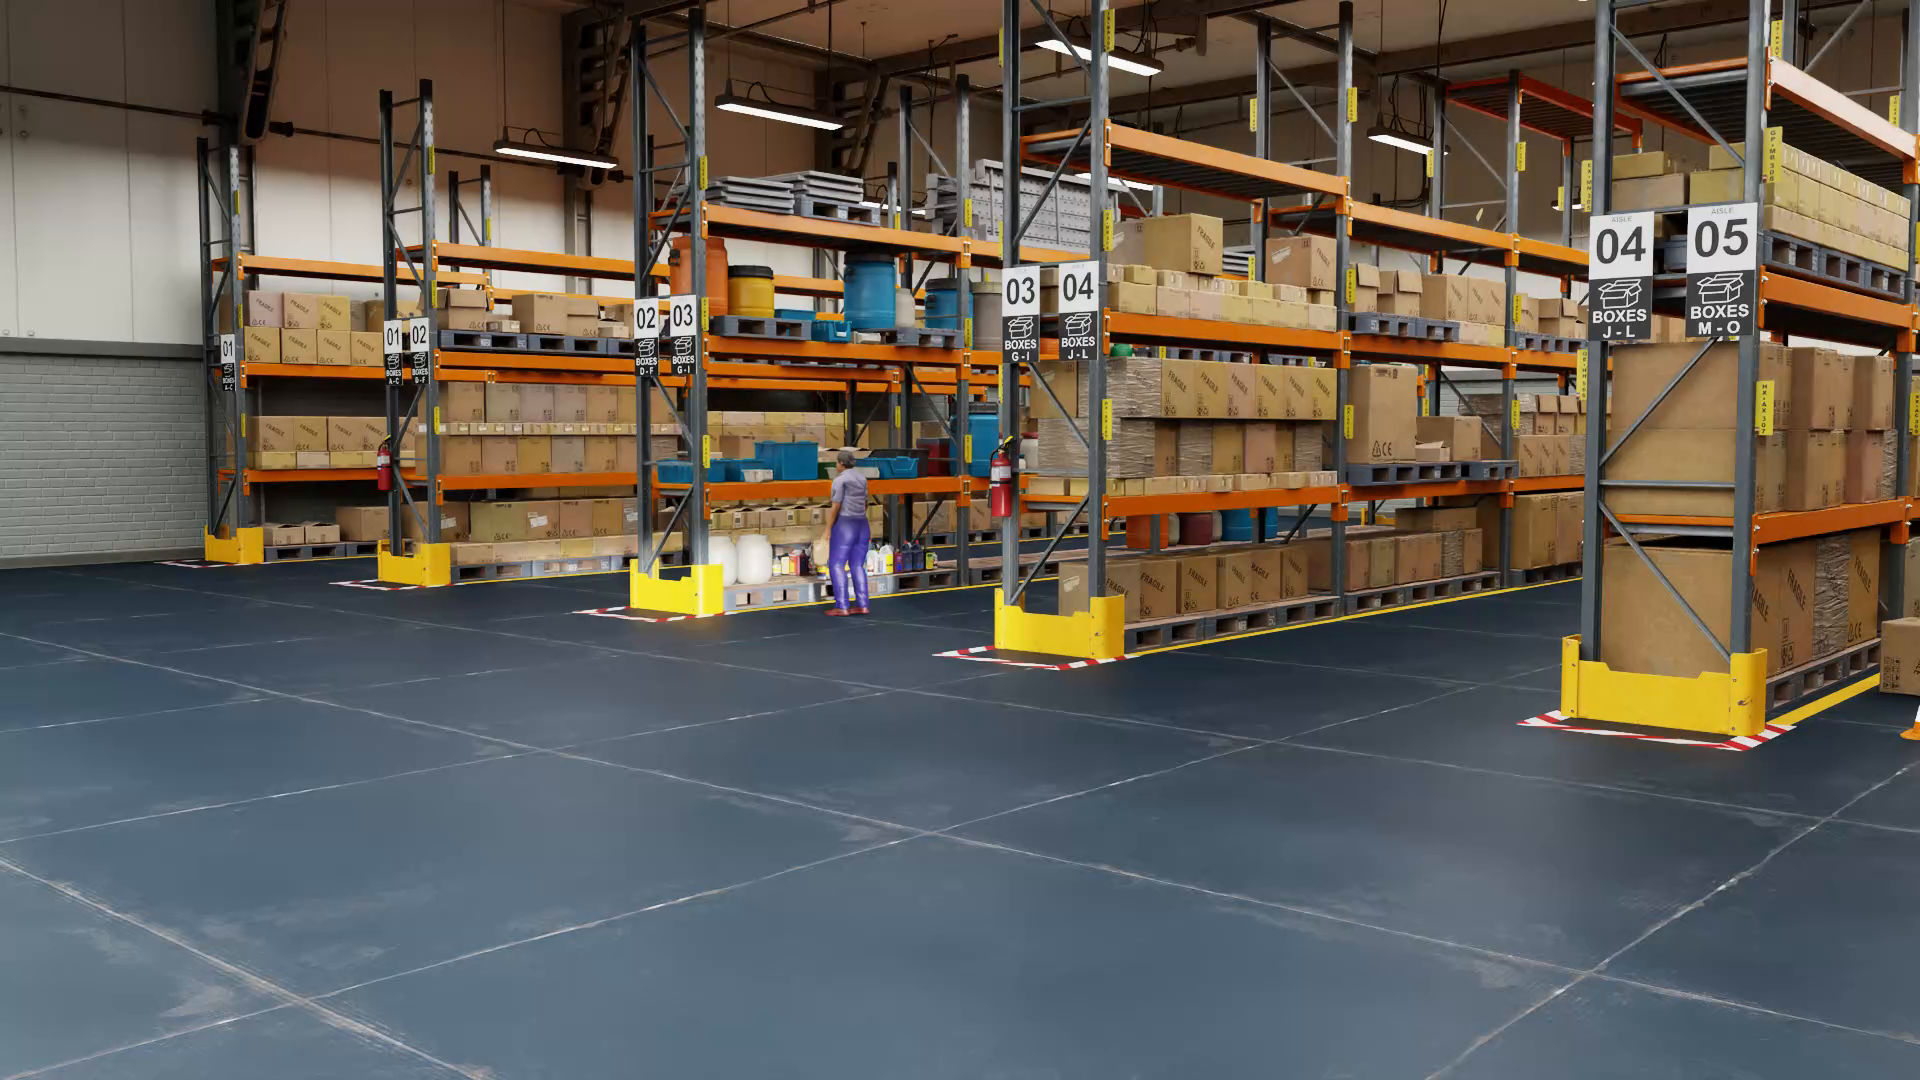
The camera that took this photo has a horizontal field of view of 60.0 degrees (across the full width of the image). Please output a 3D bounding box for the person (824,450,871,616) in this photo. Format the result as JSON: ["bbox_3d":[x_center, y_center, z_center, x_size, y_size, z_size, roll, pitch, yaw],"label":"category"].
[{"bbox_3d":[-1.116,-0.075,16.685,0.372,1.656,0.519,3,5,40],"label":"person"}]
